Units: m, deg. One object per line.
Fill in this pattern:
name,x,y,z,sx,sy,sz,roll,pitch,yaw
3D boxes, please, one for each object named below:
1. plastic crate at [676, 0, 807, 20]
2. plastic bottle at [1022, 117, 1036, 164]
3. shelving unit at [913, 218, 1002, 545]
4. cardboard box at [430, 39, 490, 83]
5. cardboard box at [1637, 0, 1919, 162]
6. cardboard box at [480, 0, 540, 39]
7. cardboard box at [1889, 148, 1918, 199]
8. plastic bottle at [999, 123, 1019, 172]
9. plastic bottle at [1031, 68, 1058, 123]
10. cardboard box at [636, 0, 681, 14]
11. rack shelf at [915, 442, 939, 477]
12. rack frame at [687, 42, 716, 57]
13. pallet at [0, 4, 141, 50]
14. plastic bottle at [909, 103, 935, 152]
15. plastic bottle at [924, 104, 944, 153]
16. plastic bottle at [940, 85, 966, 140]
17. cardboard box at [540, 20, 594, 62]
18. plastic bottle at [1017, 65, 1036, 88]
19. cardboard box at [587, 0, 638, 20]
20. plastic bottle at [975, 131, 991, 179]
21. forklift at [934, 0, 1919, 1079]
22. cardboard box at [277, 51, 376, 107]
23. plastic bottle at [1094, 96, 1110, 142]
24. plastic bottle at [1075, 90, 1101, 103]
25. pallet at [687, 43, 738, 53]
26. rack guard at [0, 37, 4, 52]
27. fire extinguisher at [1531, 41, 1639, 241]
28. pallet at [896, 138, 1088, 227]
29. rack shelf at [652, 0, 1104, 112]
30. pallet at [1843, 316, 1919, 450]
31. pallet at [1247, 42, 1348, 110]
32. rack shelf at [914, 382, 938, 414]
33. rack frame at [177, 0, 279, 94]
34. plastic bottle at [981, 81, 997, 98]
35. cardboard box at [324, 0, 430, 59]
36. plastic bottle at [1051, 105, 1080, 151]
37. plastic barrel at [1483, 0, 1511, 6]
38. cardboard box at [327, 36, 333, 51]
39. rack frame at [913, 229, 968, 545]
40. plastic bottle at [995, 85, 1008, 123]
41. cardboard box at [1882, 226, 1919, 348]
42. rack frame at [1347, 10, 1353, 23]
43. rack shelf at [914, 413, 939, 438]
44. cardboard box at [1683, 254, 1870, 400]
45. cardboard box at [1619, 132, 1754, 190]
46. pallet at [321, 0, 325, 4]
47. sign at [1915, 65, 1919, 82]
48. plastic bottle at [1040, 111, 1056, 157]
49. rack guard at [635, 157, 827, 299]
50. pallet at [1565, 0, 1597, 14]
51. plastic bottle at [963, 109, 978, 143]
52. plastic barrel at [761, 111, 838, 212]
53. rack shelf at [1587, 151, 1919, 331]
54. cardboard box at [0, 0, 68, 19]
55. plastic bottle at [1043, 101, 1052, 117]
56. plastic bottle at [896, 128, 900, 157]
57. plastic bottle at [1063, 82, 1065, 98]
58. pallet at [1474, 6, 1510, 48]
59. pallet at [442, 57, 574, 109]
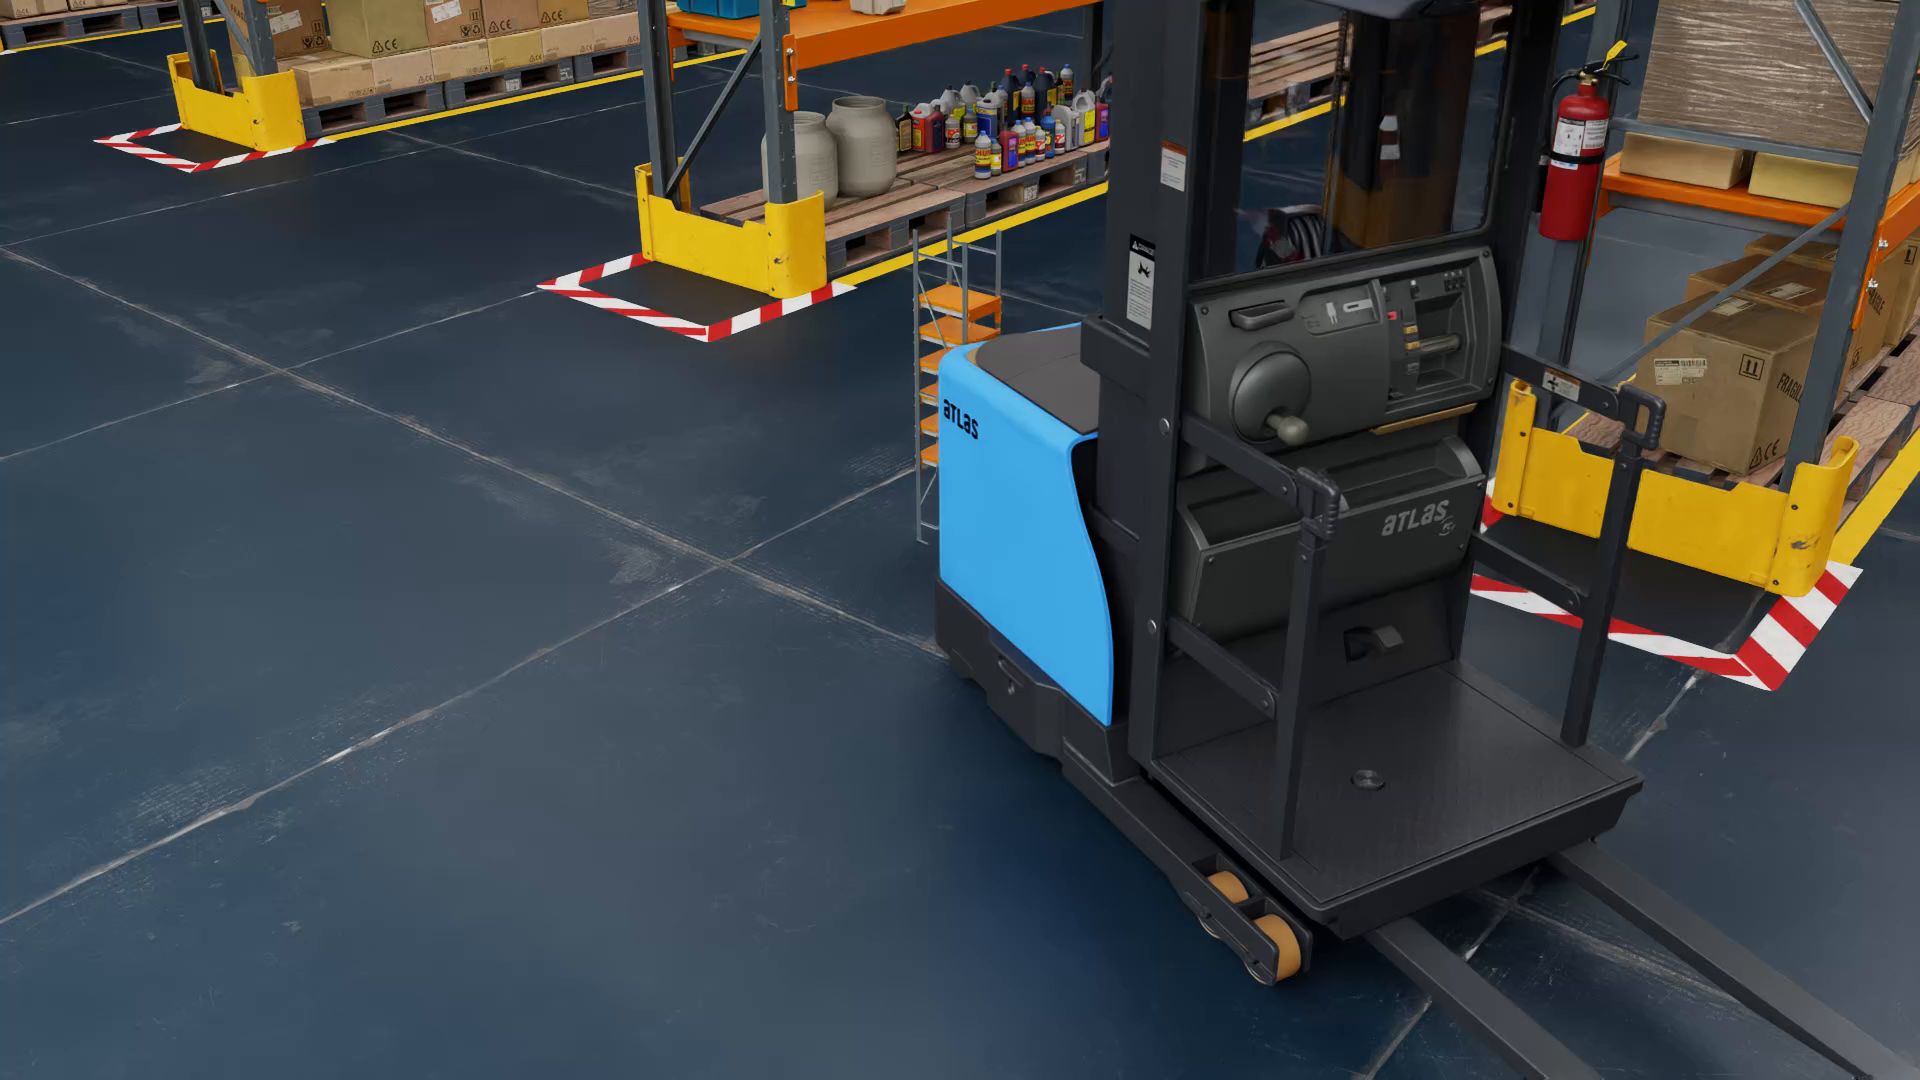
plastic crate,-1.169,-2.970,8.887,0.499,0.251,0.616,21,34,34
plastic bottle,0.419,-2.463,10.237,0.097,0.271,0.097,0,27,0
shelving unit,-0.009,-0.528,5.964,0.258,1.200,0.189,21,34,34
cardboard box,-3.930,-3.666,12.606,0.500,0.250,0.500,21,34,34
cardboard box,2.936,-1.687,5.813,0.875,0.500,0.500,21,34,34
cardboard box,-3.608,-4.174,12.773,0.500,0.500,0.500,21,34,34
cardboard box,3.104,-1.326,5.822,0.380,0.149,0.250,21,34,34
plastic bottle,0.295,-2.386,10.076,0.061,0.283,0.133,21,34,35
plastic bottle,0.565,-3.001,11.190,0.144,0.351,0.185,21,34,34
cardboard box,-2.659,-4.375,13.978,0.500,0.250,0.500,21,34,34
rack shelf,-0.009,-0.275,6.095,0.258,0.103,0.180,21,34,34
rack frame,-2.532,-5.638,13.884,1.000,3.000,0.127,21,34,34
pallet,-8.309,-4.732,15.168,1.003,0.211,1.213,21,34,34
plastic bottle,-0.245,-2.617,10.530,0.152,0.276,0.135,21,34,35
plastic bottle,-0.163,-2.589,10.468,0.061,0.283,0.133,21,34,34
plastic bottle,-0.055,-2.759,10.723,0.144,0.351,0.185,22,35,36
cardboard box,-3.291,-4.019,13.289,0.500,0.250,0.500,21,34,34
plastic bottle,0.454,-3.043,11.271,0.144,0.351,0.185,22,34,36
cardboard box,-2.986,-4.534,13.469,0.500,0.500,0.500,21,34,34
plastic bottle,0.137,-2.306,9.934,0.097,0.271,0.097,0,27,0
forklift,1.069,-0.442,3.914,1.130,2.935,3.031,-14,31,-25
cardboard box,-4.564,-3.310,11.919,0.500,0.250,0.500,21,34,34
plastic bottle,0.907,-2.727,10.735,0.061,0.283,0.133,23,35,38
plastic bottle,0.848,-2.828,10.938,0.152,0.276,0.135,21,34,34
pallet,-2.094,-4.672,15.051,1.003,0.211,1.213,21,34,34
rack guard,-8.853,-4.583,14.565,1.175,0.500,0.348,21,34,34
fire extinguisher,2.137,-1.383,5.743,0.296,0.674,0.183,21,34,34
pallet,0.052,-2.290,10.447,1.003,0.211,1.213,21,34,34
rack shelf,0.015,-3.160,9.877,1.077,0.370,4.000,21,34,34
pallet,3.934,-0.820,7.605,1.003,0.211,1.213,21,34,34
pallet,2.533,-3.675,13.123,1.003,0.211,1.213,21,34,34
rack shelf,-0.009,-0.488,5.985,0.258,0.103,0.180,21,34,34
rack frame,-5.077,-4.220,11.142,1.000,3.000,0.127,21,34,34
plastic bottle,0.197,-2.900,11.068,0.061,0.283,0.133,23,35,37
cardboard box,-4.247,-3.821,12.091,0.500,0.500,0.500,21,34,34
plastic bottle,0.666,-2.623,10.541,0.152,0.276,0.135,21,34,35
plastic barrel,4.848,-5.301,15.401,0.600,0.588,0.708,21,34,34
cardboard box,-4.655,-3.642,12.561,0.500,0.250,0.500,21,34,34
rack frame,-0.067,-0.495,5.902,0.240,1.200,0.006,21,34,34
plastic bottle,0.269,-2.878,11.038,0.097,0.271,0.097,0,27,0
cardboard box,4.131,-1.239,7.644,0.500,0.500,0.500,17,32,30
rack frame,3.832,-5.607,13.824,1.000,3.000,0.127,21,34,34
rack shelf,-0.009,-0.382,6.040,0.258,0.103,0.180,21,34,34
cardboard box,3.329,-0.838,6.868,0.500,0.500,0.500,-18,32,-31
cardboard box,2.587,-1.373,5.913,0.380,0.149,0.250,21,34,34
pallet,-6.757,-5.597,16.840,1.003,0.211,1.213,21,34,34
sign,2.984,-1.549,5.038,0.100,0.325,0.005,21,34,34
plastic bottle,0.547,-2.535,10.376,0.097,0.271,0.097,0,27,0
rack guard,-1.245,-1.701,8.994,1.175,0.500,0.348,21,34,34
pallet,5.853,-5.525,16.701,1.003,0.211,1.213,21,34,34
plastic bottle,0.066,-2.673,10.719,0.097,0.201,0.097,0,27,0
plastic barrel,-0.897,-2.108,9.311,0.421,0.512,0.421,0,27,0
rack shelf,3.837,-1.713,7.079,1.077,0.370,4.000,21,34,34
cardboard box,-8.392,-4.886,14.878,0.500,0.311,0.500,17,32,29
plastic bottle,0.584,-2.657,10.599,0.061,0.283,0.133,21,34,34
plastic bottle,-0.427,-2.502,10.389,0.097,0.201,0.097,0,27,0
plastic bottle,0.682,-3.120,11.584,0.097,0.201,0.097,0,27,0
pallet,4.301,-4.660,15.029,1.003,0.211,1.213,21,34,34
pallet,-3.846,-3.695,13.163,1.003,0.211,1.213,21,34,34
